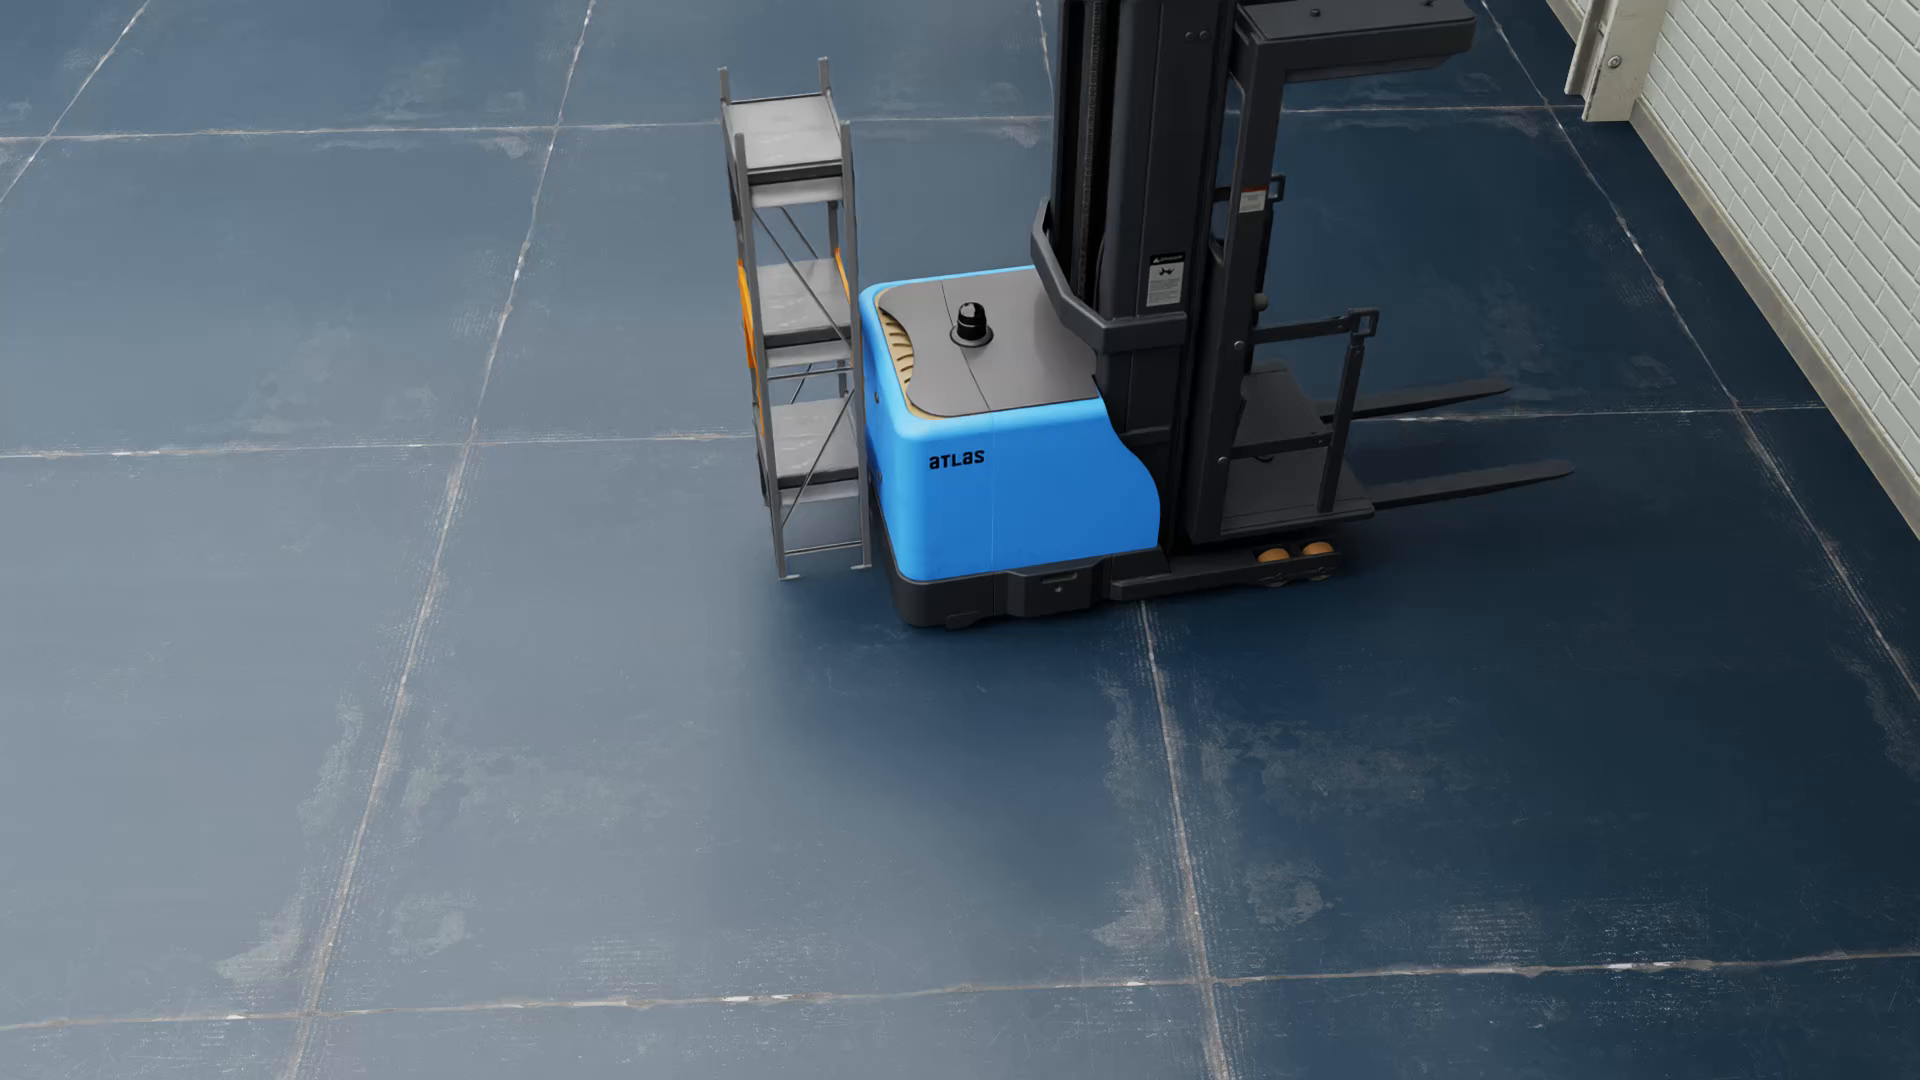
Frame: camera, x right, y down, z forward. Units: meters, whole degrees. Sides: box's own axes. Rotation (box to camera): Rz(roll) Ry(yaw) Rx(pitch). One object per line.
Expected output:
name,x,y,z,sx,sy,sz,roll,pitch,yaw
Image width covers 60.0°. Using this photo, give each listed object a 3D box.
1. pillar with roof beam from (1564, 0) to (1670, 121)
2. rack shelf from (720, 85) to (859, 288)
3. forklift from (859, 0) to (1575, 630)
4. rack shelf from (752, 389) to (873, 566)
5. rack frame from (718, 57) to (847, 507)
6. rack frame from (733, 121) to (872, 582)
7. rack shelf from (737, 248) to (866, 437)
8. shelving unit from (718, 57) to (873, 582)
pillar with roof beam,-0.404,-5.848,6.971,9.100,9.000,0.400,-2,43,-2
rack shelf,-0.625,-1.298,6.097,0.431,0.518,0.480,-8,43,-9
forklift,1.136,-1.224,6.416,3.031,2.935,1.130,-8,43,-9
rack shelf,-0.625,-0.266,7.043,0.431,0.518,0.480,-8,43,-9
rack frame,-0.677,-0.953,6.736,0.400,2.100,0.015,-8,43,-9
rack frame,-0.574,-0.631,6.385,0.400,2.100,0.015,-8,43,-9
rack shelf,-0.625,-0.782,6.570,0.431,0.518,0.480,-8,43,-9
shelving unit,-0.625,-0.792,6.560,0.431,2.100,0.503,-8,43,-9
